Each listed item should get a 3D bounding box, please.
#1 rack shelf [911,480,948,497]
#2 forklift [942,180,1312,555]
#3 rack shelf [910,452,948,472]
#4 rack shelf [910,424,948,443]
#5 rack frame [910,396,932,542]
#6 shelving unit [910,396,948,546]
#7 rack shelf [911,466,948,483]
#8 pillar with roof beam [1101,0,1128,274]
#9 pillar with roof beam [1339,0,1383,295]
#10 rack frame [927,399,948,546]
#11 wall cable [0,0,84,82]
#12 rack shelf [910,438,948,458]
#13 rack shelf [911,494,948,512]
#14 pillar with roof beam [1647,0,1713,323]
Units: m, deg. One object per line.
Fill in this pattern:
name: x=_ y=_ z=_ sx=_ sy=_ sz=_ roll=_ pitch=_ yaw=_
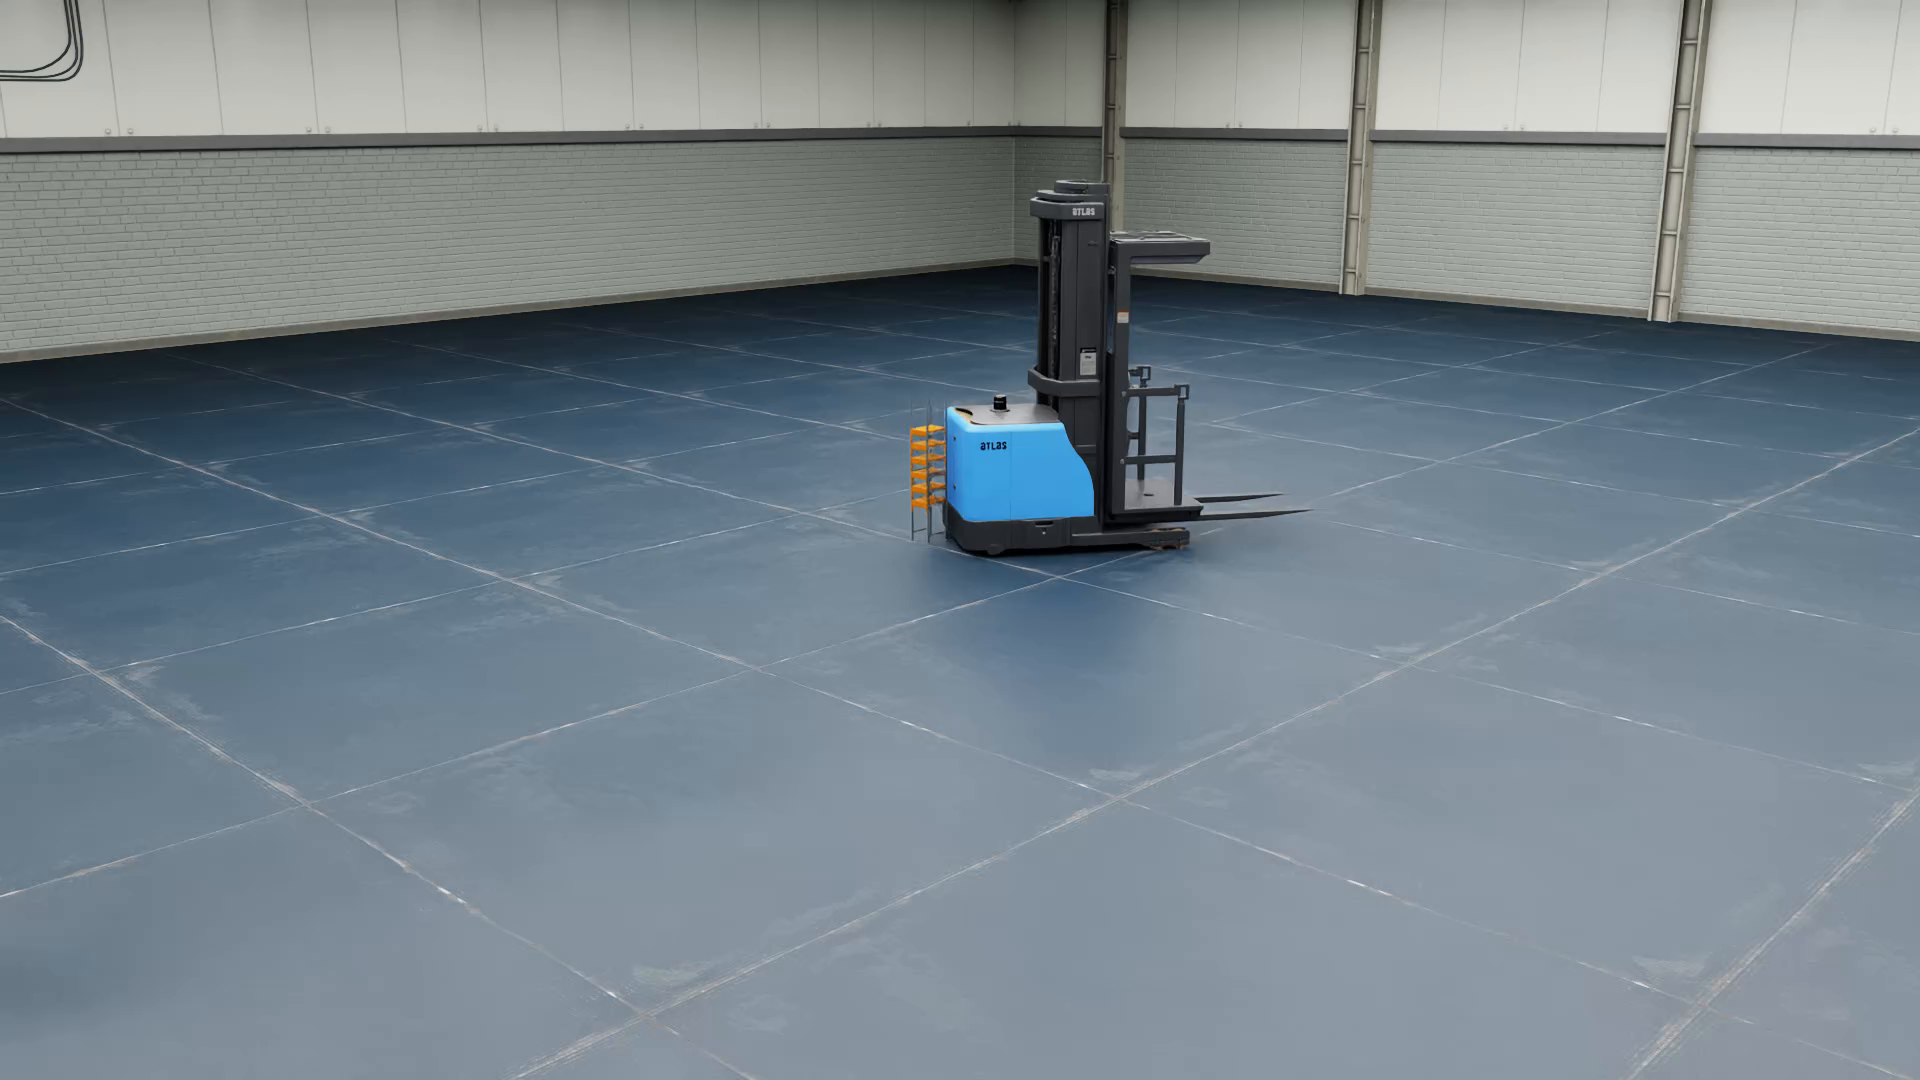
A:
rack shelf: x=-0.255 y=-0.410 z=13.779 sx=0.180 sy=0.103 sz=0.258 roll=13 pitch=19 yaw=41
forklift: x=1.421 y=-1.464 z=13.737 sx=3.031 sy=2.935 sz=1.130 roll=-3 pitch=15 yaw=-11
rack shelf: x=-0.255 y=-0.643 z=13.719 sx=0.180 sy=0.103 sz=0.258 roll=13 pitch=19 yaw=41
rack shelf: x=-0.255 y=-0.875 z=13.658 sx=0.180 sy=0.103 sz=0.258 roll=13 pitch=19 yaw=41
rack frame: x=-0.322 y=-0.585 z=13.798 sx=0.006 sy=1.200 sz=0.240 roll=13 pitch=19 yaw=41
shelving unit: x=-0.255 y=-0.569 z=13.738 sx=0.189 sy=1.200 sz=0.258 roll=13 pitch=19 yaw=41
rack shelf: x=-0.255 y=-0.526 z=13.749 sx=0.180 sy=0.103 sz=0.258 roll=13 pitch=19 yaw=41
pillar with roof beam: x=0.292 y=-9.393 z=32.135 sx=0.400 sy=9.000 sz=9.100 roll=14 pitch=20 yaw=42
pillar with roof beam: x=4.611 y=-8.343 z=28.104 sx=0.400 sy=9.000 sz=9.100 roll=14 pitch=20 yaw=42
rack frame: x=-0.187 y=-0.554 z=13.678 sx=0.006 sy=1.200 sz=0.240 roll=13 pitch=19 yaw=41
wall cable: x=-13.186 y=-8.579 z=22.264 sx=0.169 sy=6.003 sz=2.305 roll=14 pitch=20 yaw=42
rack shelf: x=-0.255 y=-0.759 z=13.688 sx=0.180 sy=0.103 sz=0.258 roll=13 pitch=19 yaw=41
rack shelf: x=-0.255 y=-0.294 z=13.809 sx=0.180 sy=0.103 sz=0.258 roll=13 pitch=19 yaw=41
pillar with roof beam: x=8.930 y=-7.293 z=24.074 sx=0.400 sy=9.000 sz=9.100 roll=14 pitch=20 yaw=42
